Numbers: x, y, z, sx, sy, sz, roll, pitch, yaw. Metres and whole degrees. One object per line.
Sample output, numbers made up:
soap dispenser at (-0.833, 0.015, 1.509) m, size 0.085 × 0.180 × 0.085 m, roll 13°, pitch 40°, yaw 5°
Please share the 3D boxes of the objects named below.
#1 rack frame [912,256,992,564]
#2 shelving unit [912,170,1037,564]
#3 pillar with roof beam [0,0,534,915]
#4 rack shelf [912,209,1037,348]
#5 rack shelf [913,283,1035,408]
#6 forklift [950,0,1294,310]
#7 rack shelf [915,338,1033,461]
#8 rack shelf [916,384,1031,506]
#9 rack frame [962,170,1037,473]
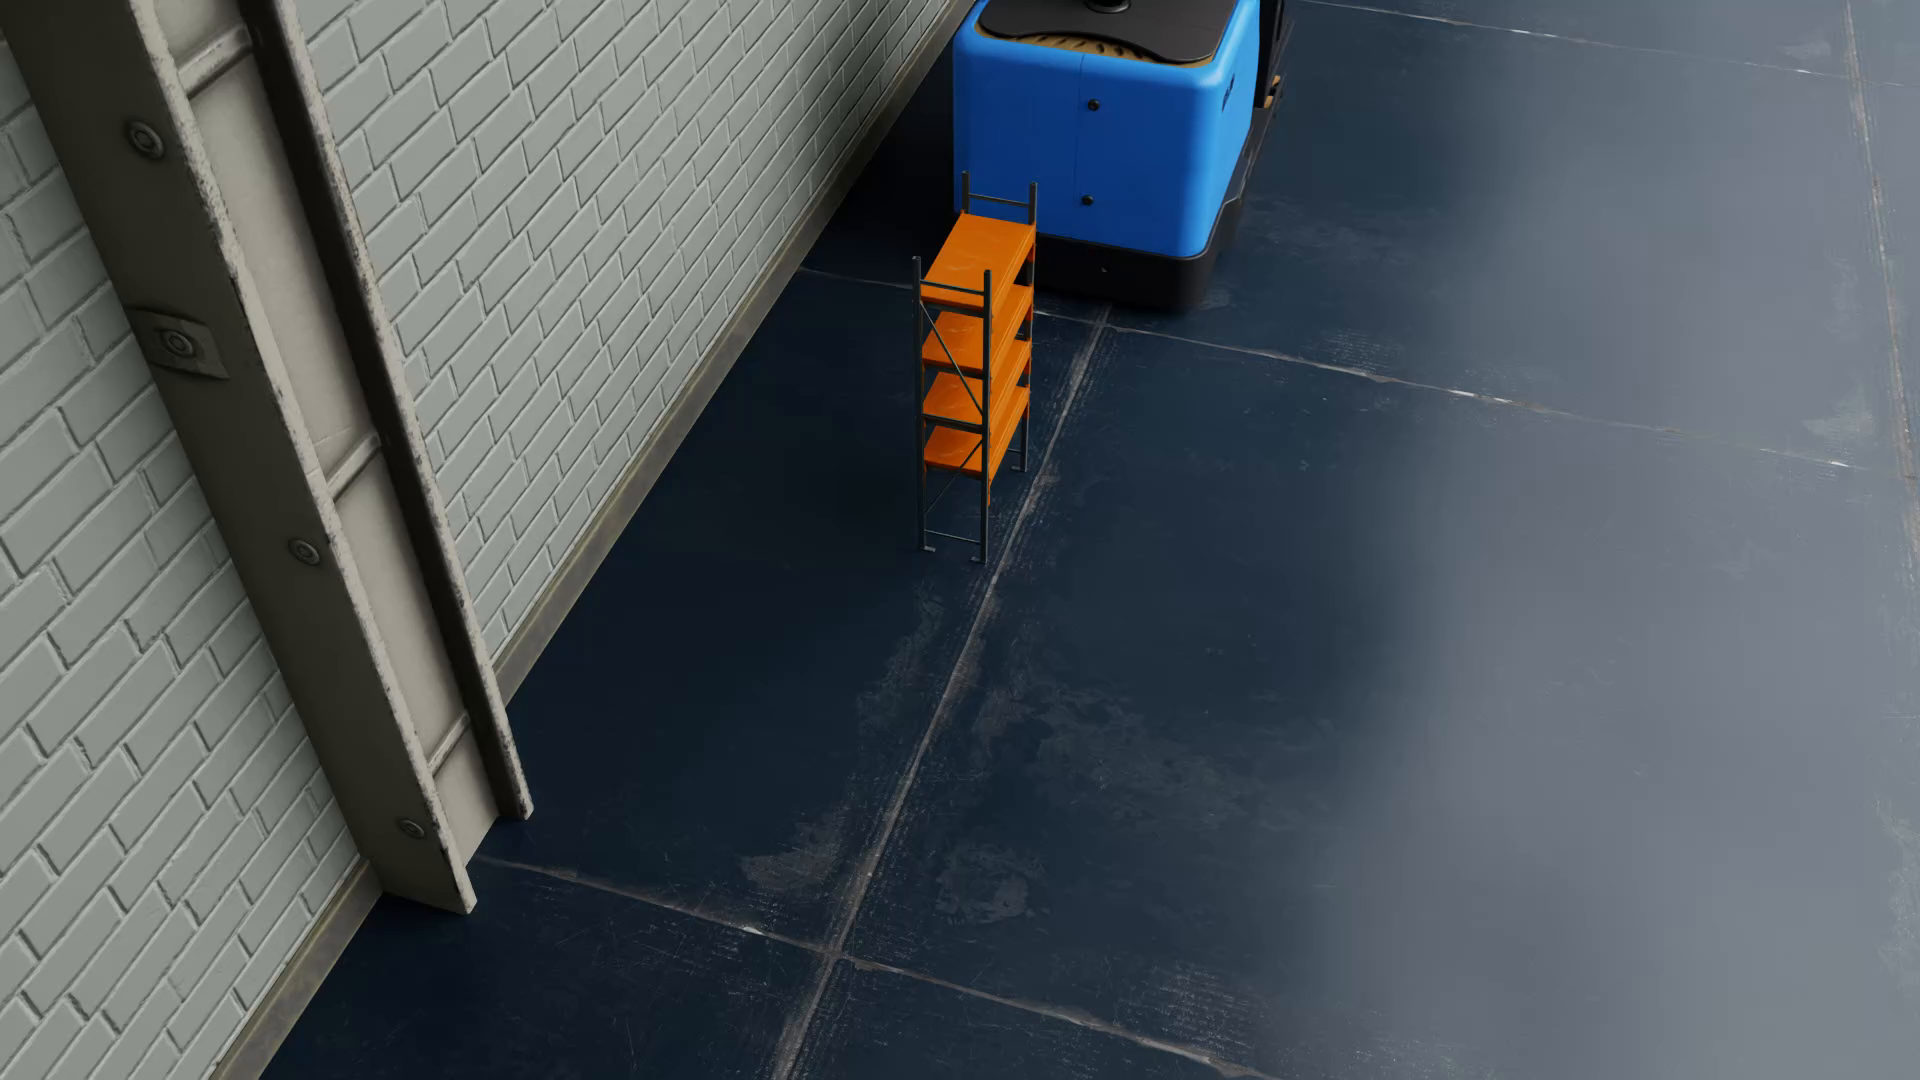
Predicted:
rack frame at (-0.024, -0.377, 5.277) m, size 0.240 × 1.200 × 0.015 m, roll 13°, pitch 46°, yaw 12°
shelving unit at (0.050, -0.539, 5.443) m, size 0.258 × 1.200 × 0.503 m, roll 13°, pitch 46°, yaw 12°
pillar with roof beam at (2.634, -1.414, 0.761) m, size 9.100 × 9.000 × 0.400 m, roll 13°, pitch 46°, yaw 13°
rack shelf at (0.050, -0.820, 5.168) m, size 0.258 × 0.148 × 0.480 m, roll 13°, pitch 46°, yaw 12°
rack shelf at (0.050, -0.651, 5.334) m, size 0.258 × 0.148 × 0.480 m, roll 13°, pitch 46°, yaw 12°
forklift at (0.891, -3.006, 6.727) m, size 1.130 × 2.935 × 3.031 m, roll 13°, pitch 46°, yaw 13°
rack shelf at (0.050, -0.491, 5.490) m, size 0.258 × 0.148 × 0.480 m, roll 13°, pitch 46°, yaw 12°
rack shelf at (0.050, -0.349, 5.629) m, size 0.258 × 0.148 × 0.480 m, roll 13°, pitch 46°, yaw 12°
rack frame at (0.124, -0.702, 5.609) m, size 0.240 × 1.200 × 0.015 m, roll 13°, pitch 46°, yaw 12°
